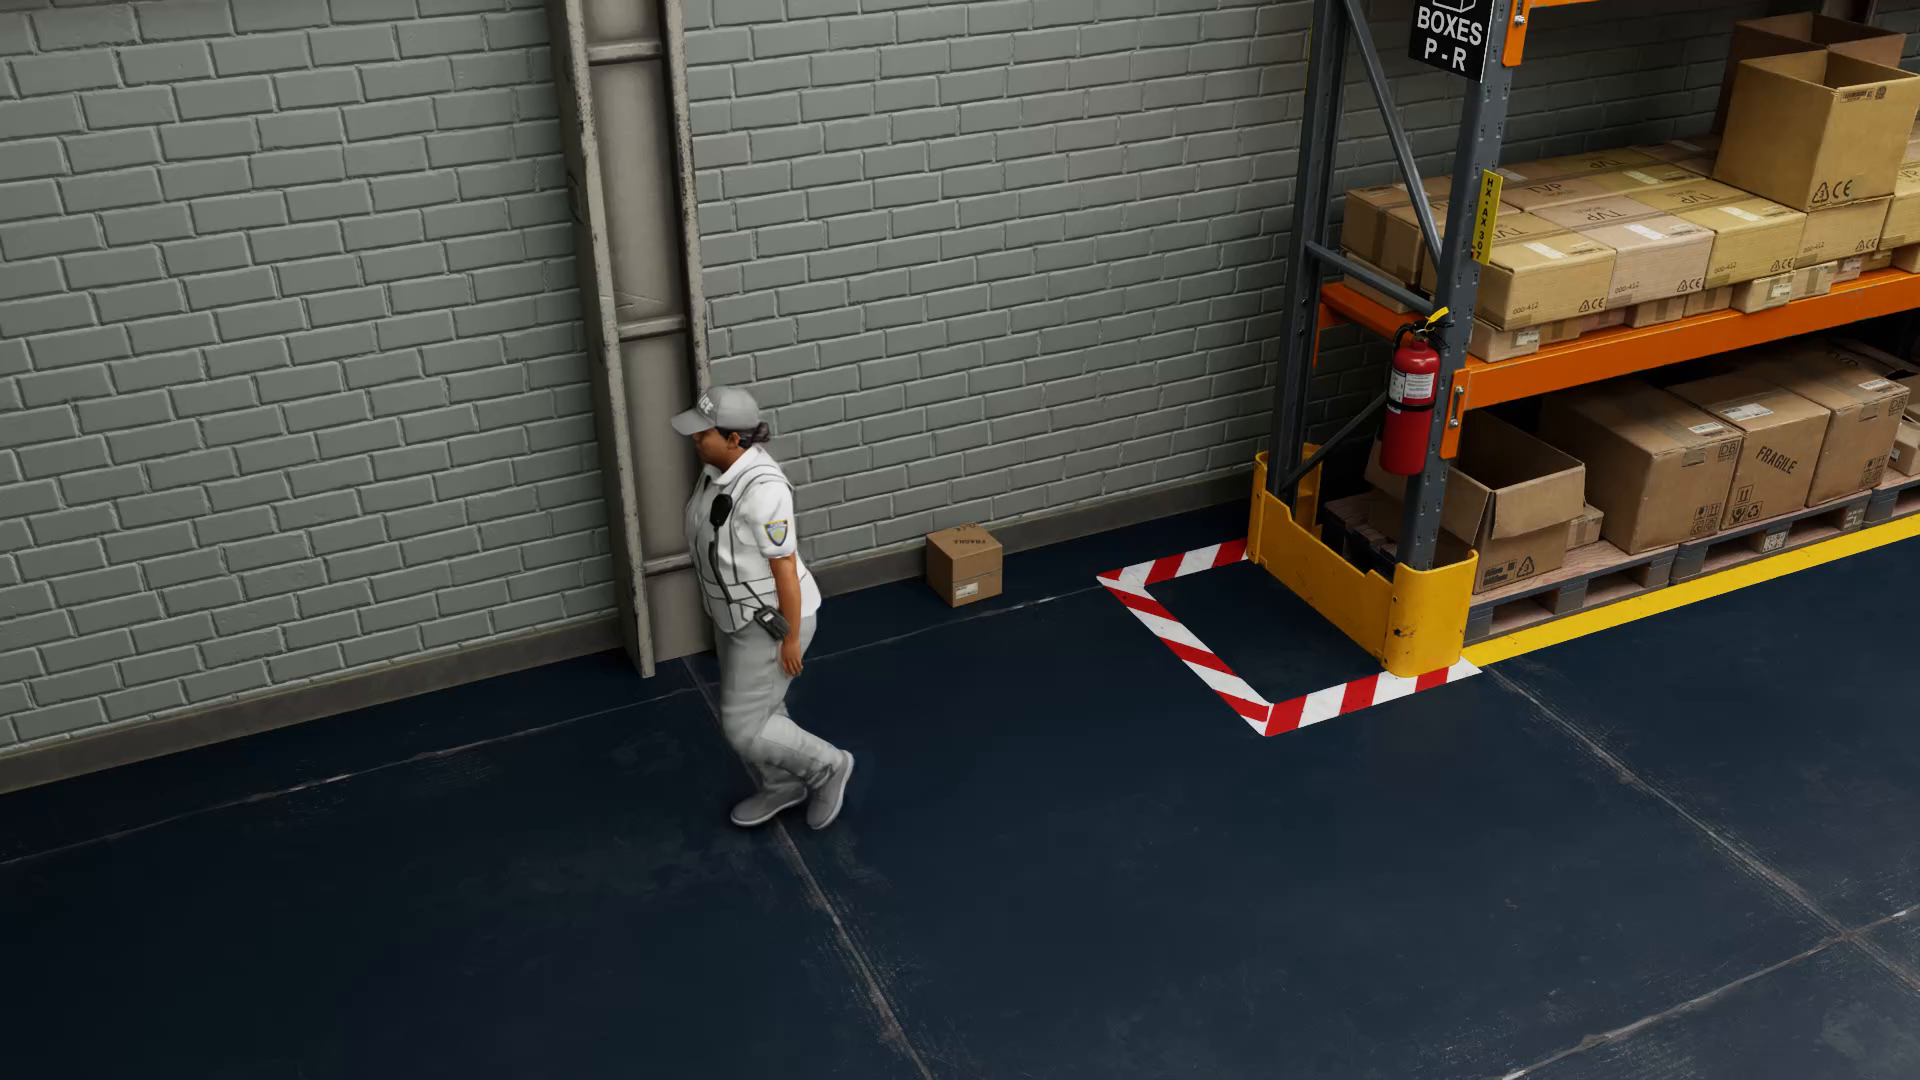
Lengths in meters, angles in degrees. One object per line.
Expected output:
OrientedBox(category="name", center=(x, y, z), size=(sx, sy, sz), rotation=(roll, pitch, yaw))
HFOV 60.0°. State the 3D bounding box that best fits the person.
OrientedBox(category="person", center=(-0.670, 0.244, 5.656), size=(0.478, 1.651, 0.516), rotation=(-15, 33, -24))
